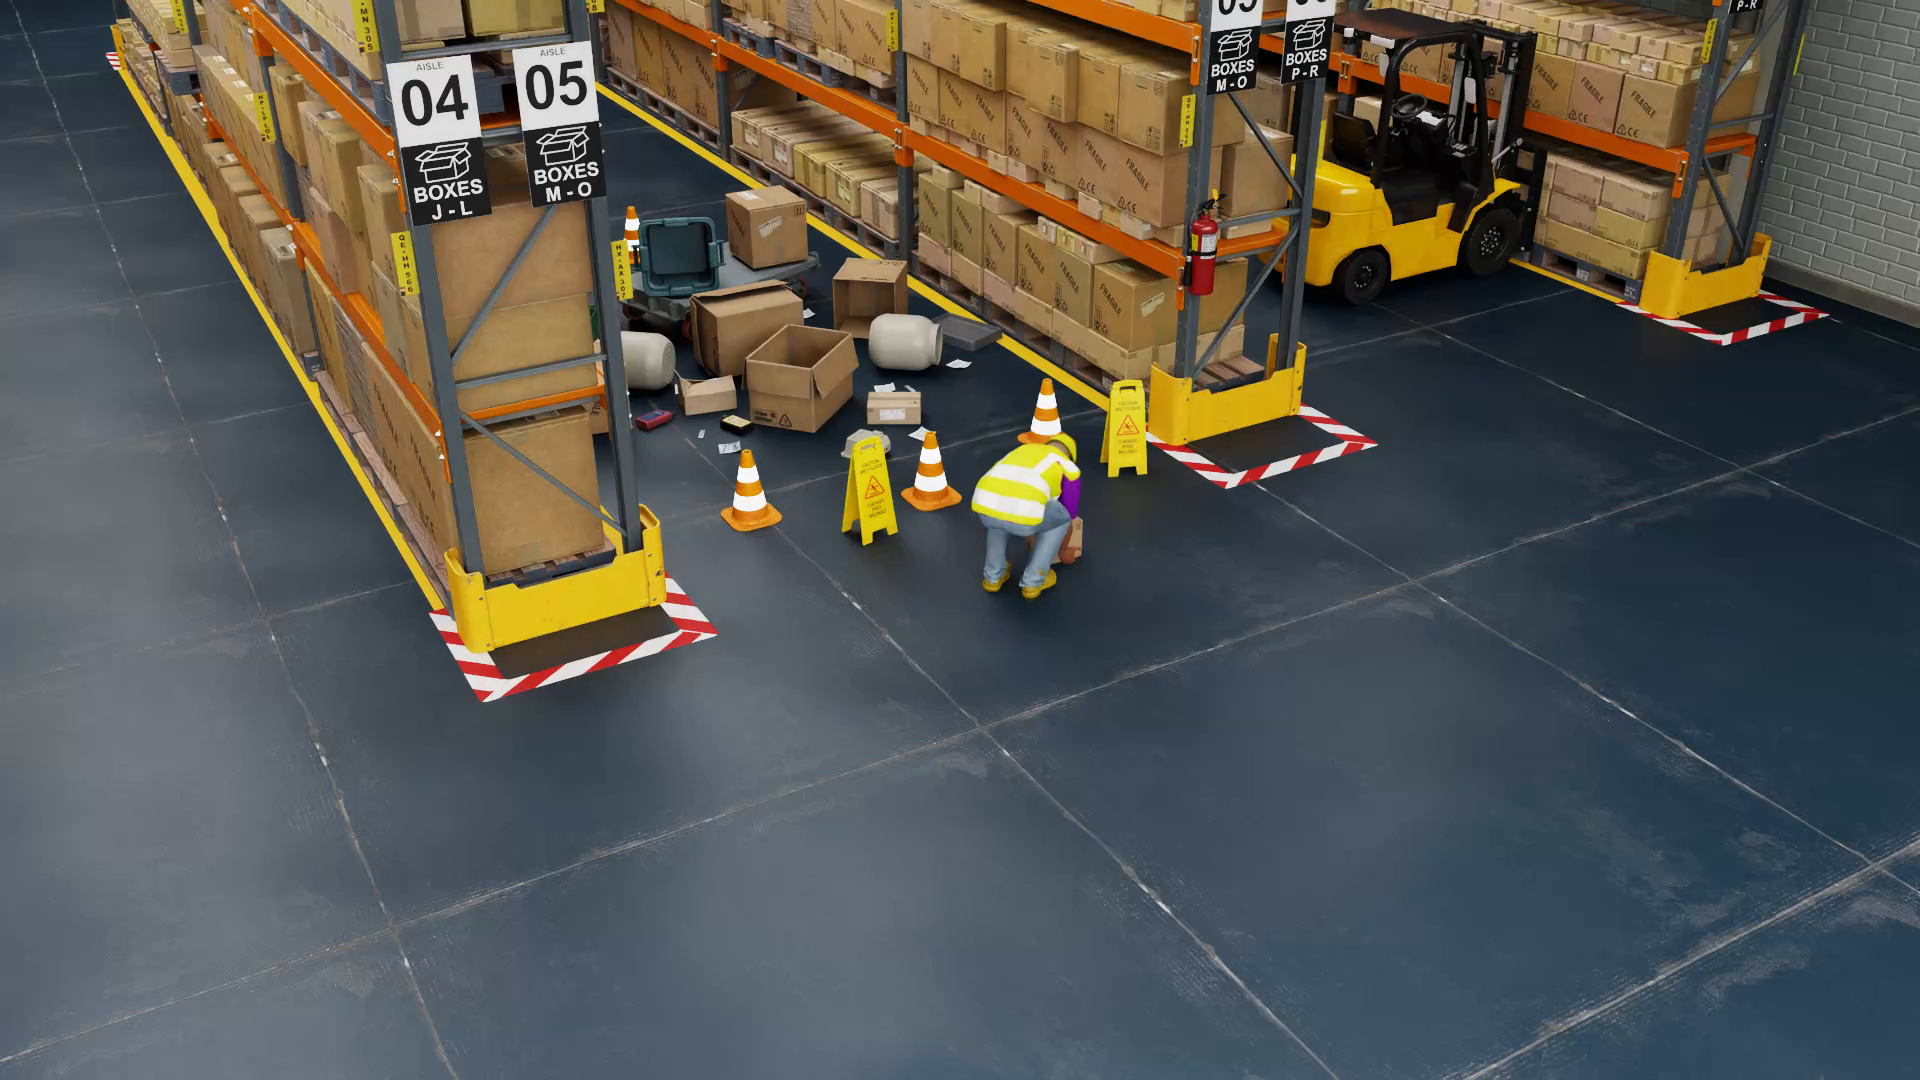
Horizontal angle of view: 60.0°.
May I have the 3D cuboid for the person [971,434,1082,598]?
[{"bbox_3d":[0.420,-0.152,9.805,0.511,0.850,0.981,14,32,24],"label":"person"}]
